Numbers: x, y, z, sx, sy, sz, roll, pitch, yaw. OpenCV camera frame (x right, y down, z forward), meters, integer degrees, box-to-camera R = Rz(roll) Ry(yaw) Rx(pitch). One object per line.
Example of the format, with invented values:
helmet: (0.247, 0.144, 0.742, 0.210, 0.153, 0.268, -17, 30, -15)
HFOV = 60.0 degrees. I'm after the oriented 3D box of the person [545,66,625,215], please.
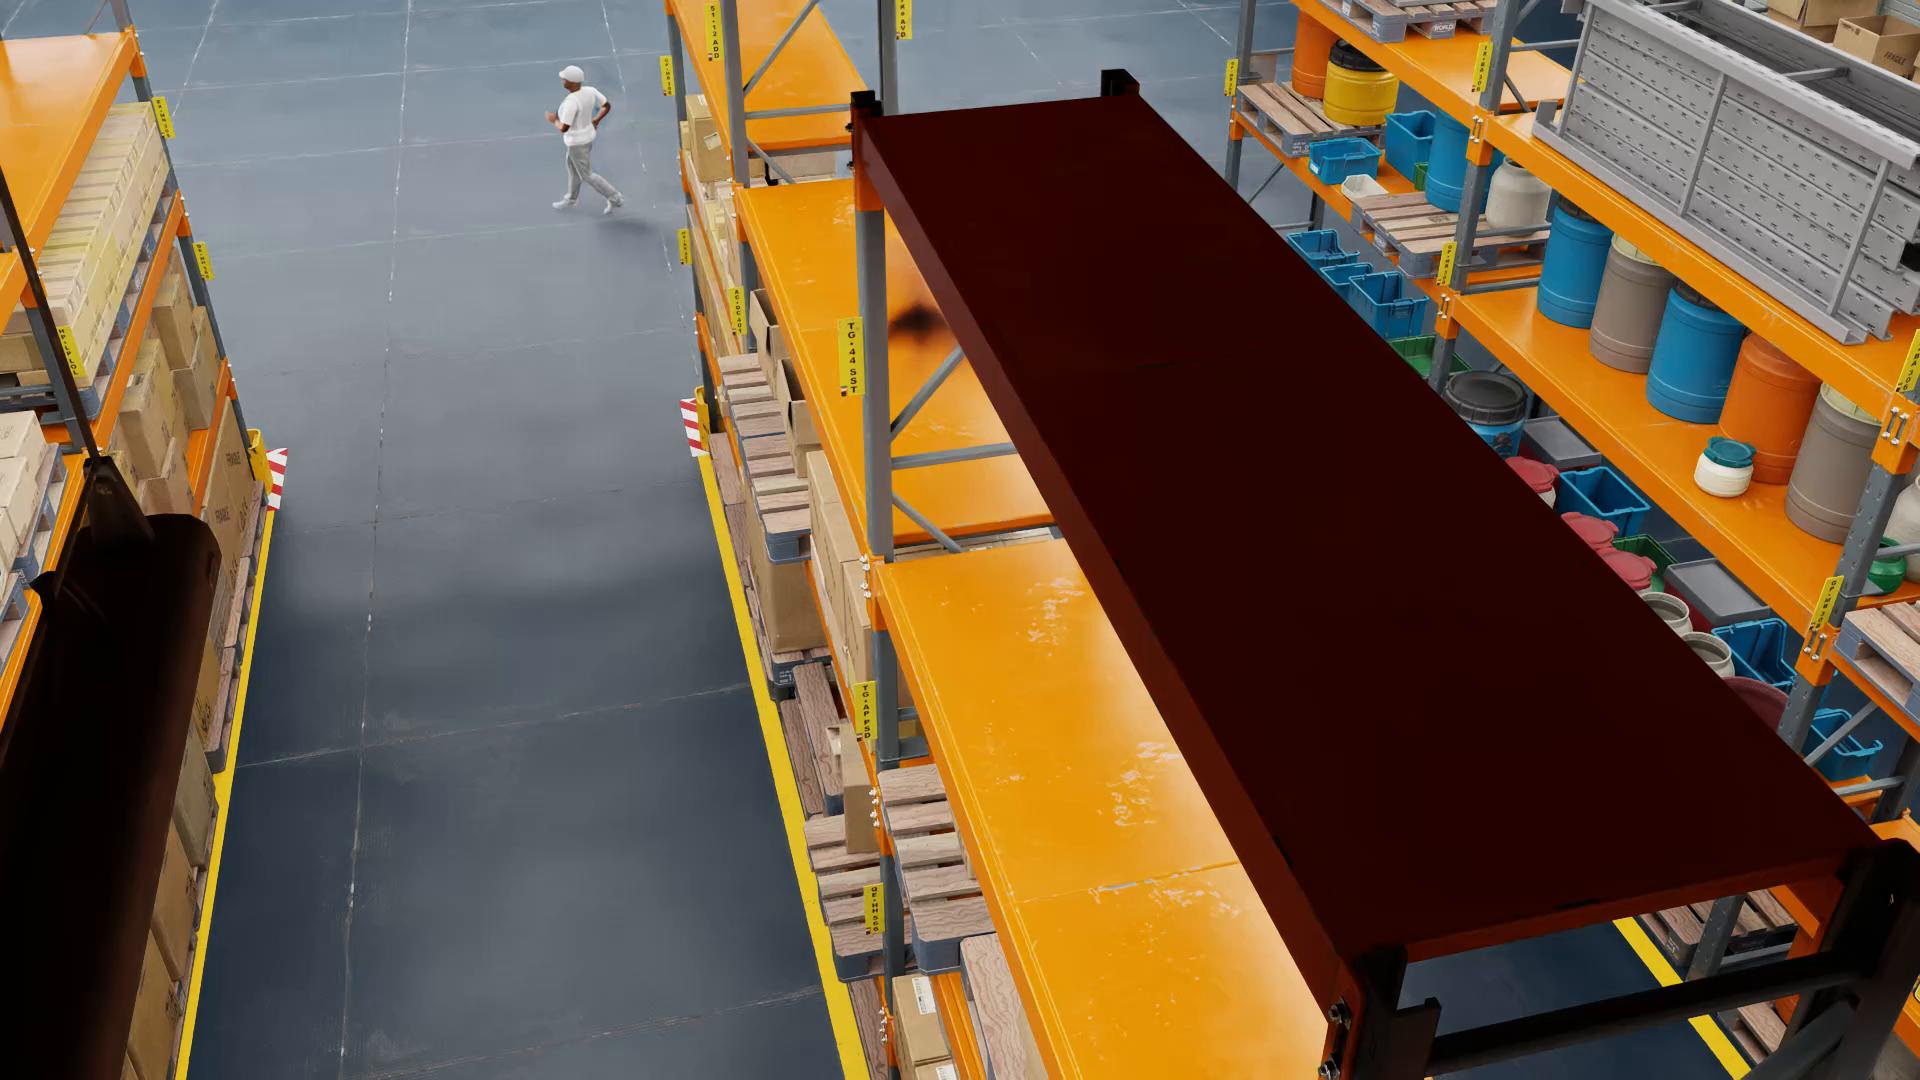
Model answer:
person: (-4.389, -4.611, 19.212, 0.987, 1.755, 0.699, 7, 35, 10)
